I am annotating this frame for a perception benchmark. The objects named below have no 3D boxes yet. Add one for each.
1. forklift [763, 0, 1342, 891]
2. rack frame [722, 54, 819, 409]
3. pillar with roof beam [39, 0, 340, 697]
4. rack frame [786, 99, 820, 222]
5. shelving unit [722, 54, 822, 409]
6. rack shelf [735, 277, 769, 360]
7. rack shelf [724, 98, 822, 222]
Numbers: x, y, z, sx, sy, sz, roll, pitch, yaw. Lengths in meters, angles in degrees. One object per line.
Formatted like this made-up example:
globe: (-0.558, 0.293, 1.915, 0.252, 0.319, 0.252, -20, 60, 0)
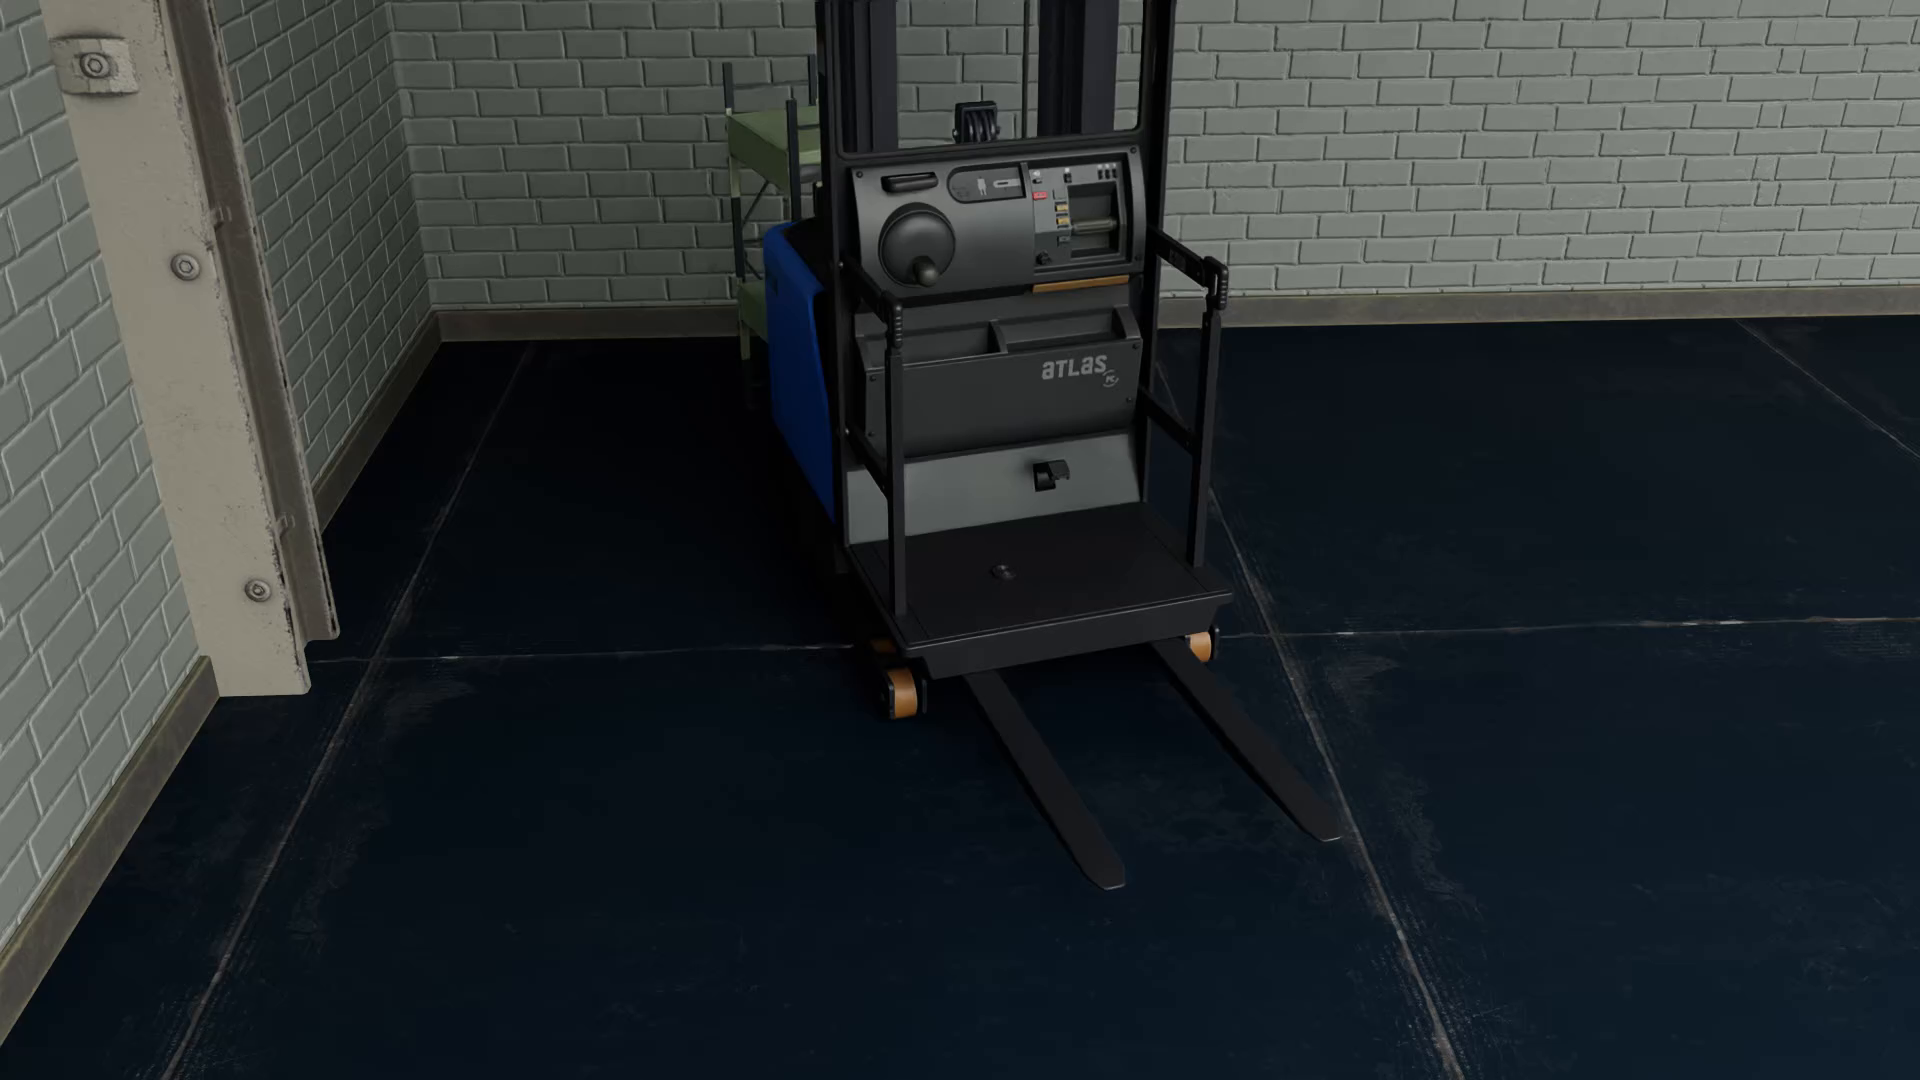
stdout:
forklift: (0.197, -0.950, 4.902, 1.130, 2.935, 3.031, -9, 29, -16)
rack frame: (-0.772, -1.288, 7.098, 0.400, 1.500, 0.023, -13, 30, -23)
pillar with roof beam: (2.049, -3.691, 3.595, 9.100, 9.000, 0.400, -1, 28, -3)
rack frame: (-0.454, -0.983, 6.513, 0.400, 1.500, 0.023, -13, 30, -23)
shelving unit: (-0.613, -1.136, 6.806, 0.431, 1.500, 0.755, -13, 30, -23)
rack shelf: (-0.613, -0.847, 6.956, 0.431, 0.370, 0.720, -13, 30, -23)
rack shelf: (-0.613, -1.482, 6.625, 0.431, 0.370, 0.720, -13, 30, -23)
